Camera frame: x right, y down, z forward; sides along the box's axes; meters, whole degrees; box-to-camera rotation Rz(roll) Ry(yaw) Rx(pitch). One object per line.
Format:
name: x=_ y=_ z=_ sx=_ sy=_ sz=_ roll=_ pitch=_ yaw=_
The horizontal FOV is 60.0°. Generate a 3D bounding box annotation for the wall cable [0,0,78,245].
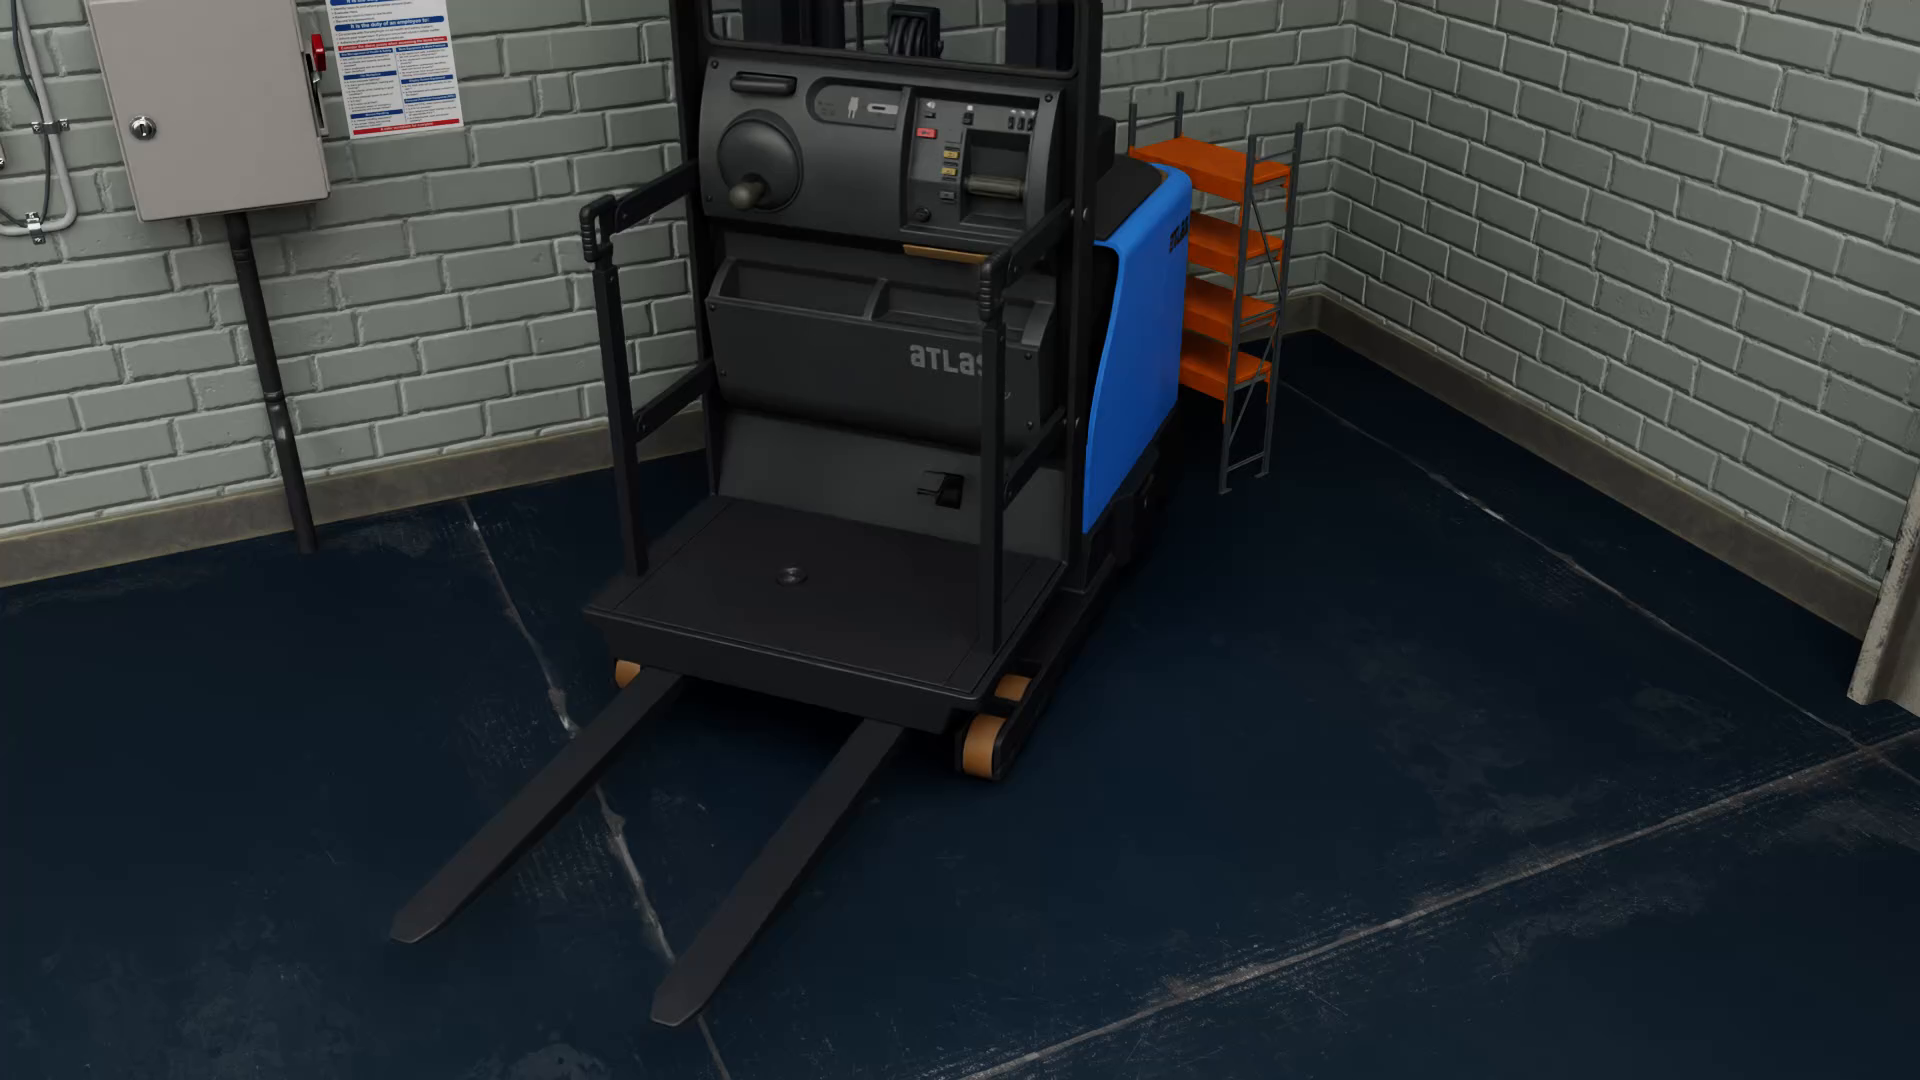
wall cable: x=-2.684 y=-1.642 z=4.073 sx=0.588 sy=1.984 sz=0.122 roll=-13 pitch=32 yaw=-22

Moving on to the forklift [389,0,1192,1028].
forklift: x=-0.289 y=-0.909 z=3.875 sx=1.130 sy=2.935 sz=3.031 roll=11 pitch=31 yaw=19

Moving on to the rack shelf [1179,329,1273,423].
rack shelf: x=0.791 y=-0.570 z=5.583 sx=0.258 sy=0.148 sz=0.480 roll=-23 pitch=37 yaw=-35

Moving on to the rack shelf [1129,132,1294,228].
rack shelf: x=0.791 y=-1.145 z=5.261 sx=0.258 sy=0.148 sz=0.480 roll=-23 pitch=37 yaw=-35

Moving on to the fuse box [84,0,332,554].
fuse box: x=-2.000 y=-0.711 z=4.768 sx=0.539 sy=1.711 sz=0.414 roll=-13 pitch=32 yaw=-22

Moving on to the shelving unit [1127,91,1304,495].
shelving unit: x=0.791 y=-0.802 z=5.453 sx=0.258 sy=1.200 sz=0.503 roll=-23 pitch=37 yaw=-35

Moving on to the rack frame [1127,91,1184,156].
rack frame: x=0.631 y=-0.892 z=5.614 sx=0.240 sy=1.200 sz=0.015 roll=-23 pitch=37 yaw=-35

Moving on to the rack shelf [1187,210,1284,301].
rack shelf: x=0.791 y=-0.938 z=5.377 sx=0.258 sy=0.148 sz=0.480 roll=-23 pitch=37 yaw=-35

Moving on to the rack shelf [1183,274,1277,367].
rack shelf: x=0.791 y=-0.743 z=5.486 sx=0.258 sy=0.148 sz=0.480 roll=-23 pitch=37 yaw=-35

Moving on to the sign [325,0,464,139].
sign: x=-1.642 y=-1.427 z=4.824 sx=0.329 sy=0.494 sz=0.001 roll=-13 pitch=32 yaw=-22

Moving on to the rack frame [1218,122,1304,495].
rack frame: x=0.952 y=-0.712 z=5.293 sx=0.240 sy=1.200 sz=0.015 roll=-23 pitch=37 yaw=-35
